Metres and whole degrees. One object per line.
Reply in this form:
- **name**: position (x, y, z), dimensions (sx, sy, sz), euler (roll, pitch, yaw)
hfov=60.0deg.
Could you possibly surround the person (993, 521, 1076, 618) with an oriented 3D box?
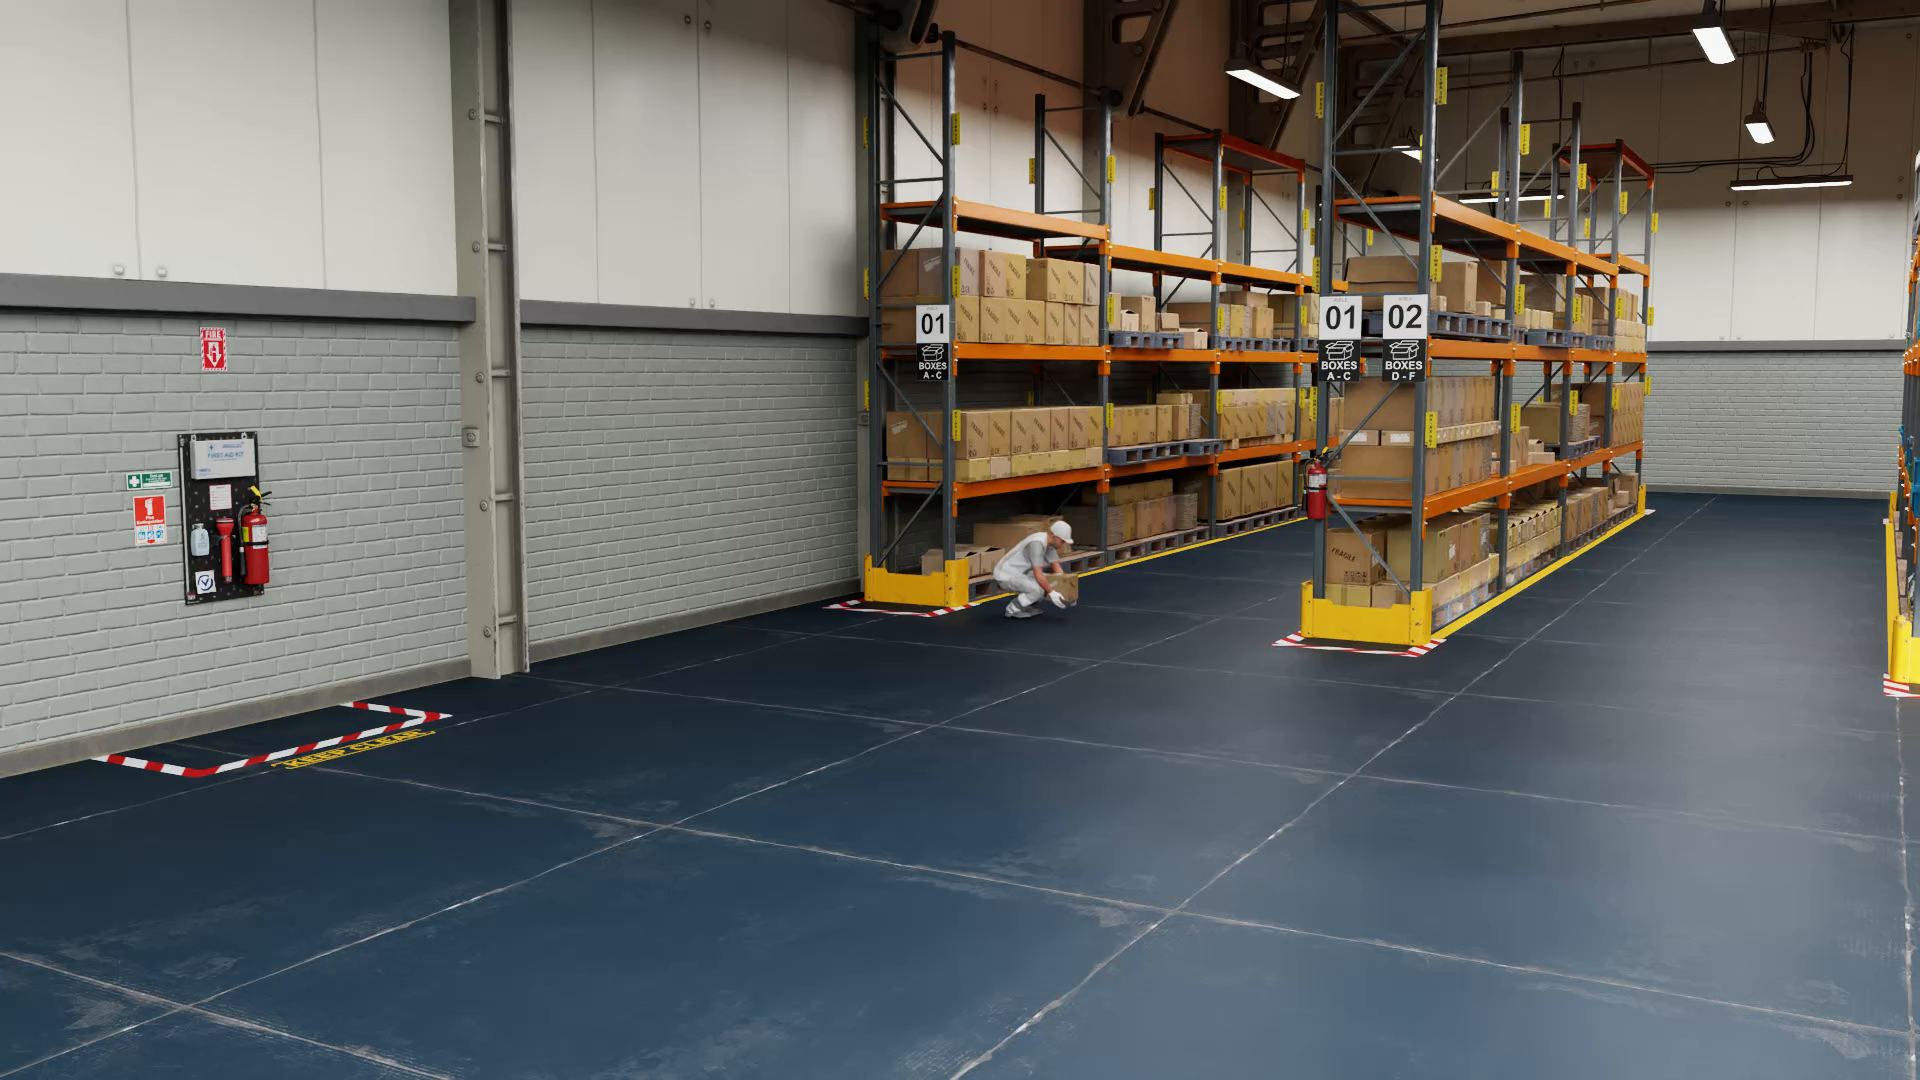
- **person**: position (0.767, 0.295, 16.999), dimensions (0.837, 0.999, 0.562), euler (3, 7, 26)
